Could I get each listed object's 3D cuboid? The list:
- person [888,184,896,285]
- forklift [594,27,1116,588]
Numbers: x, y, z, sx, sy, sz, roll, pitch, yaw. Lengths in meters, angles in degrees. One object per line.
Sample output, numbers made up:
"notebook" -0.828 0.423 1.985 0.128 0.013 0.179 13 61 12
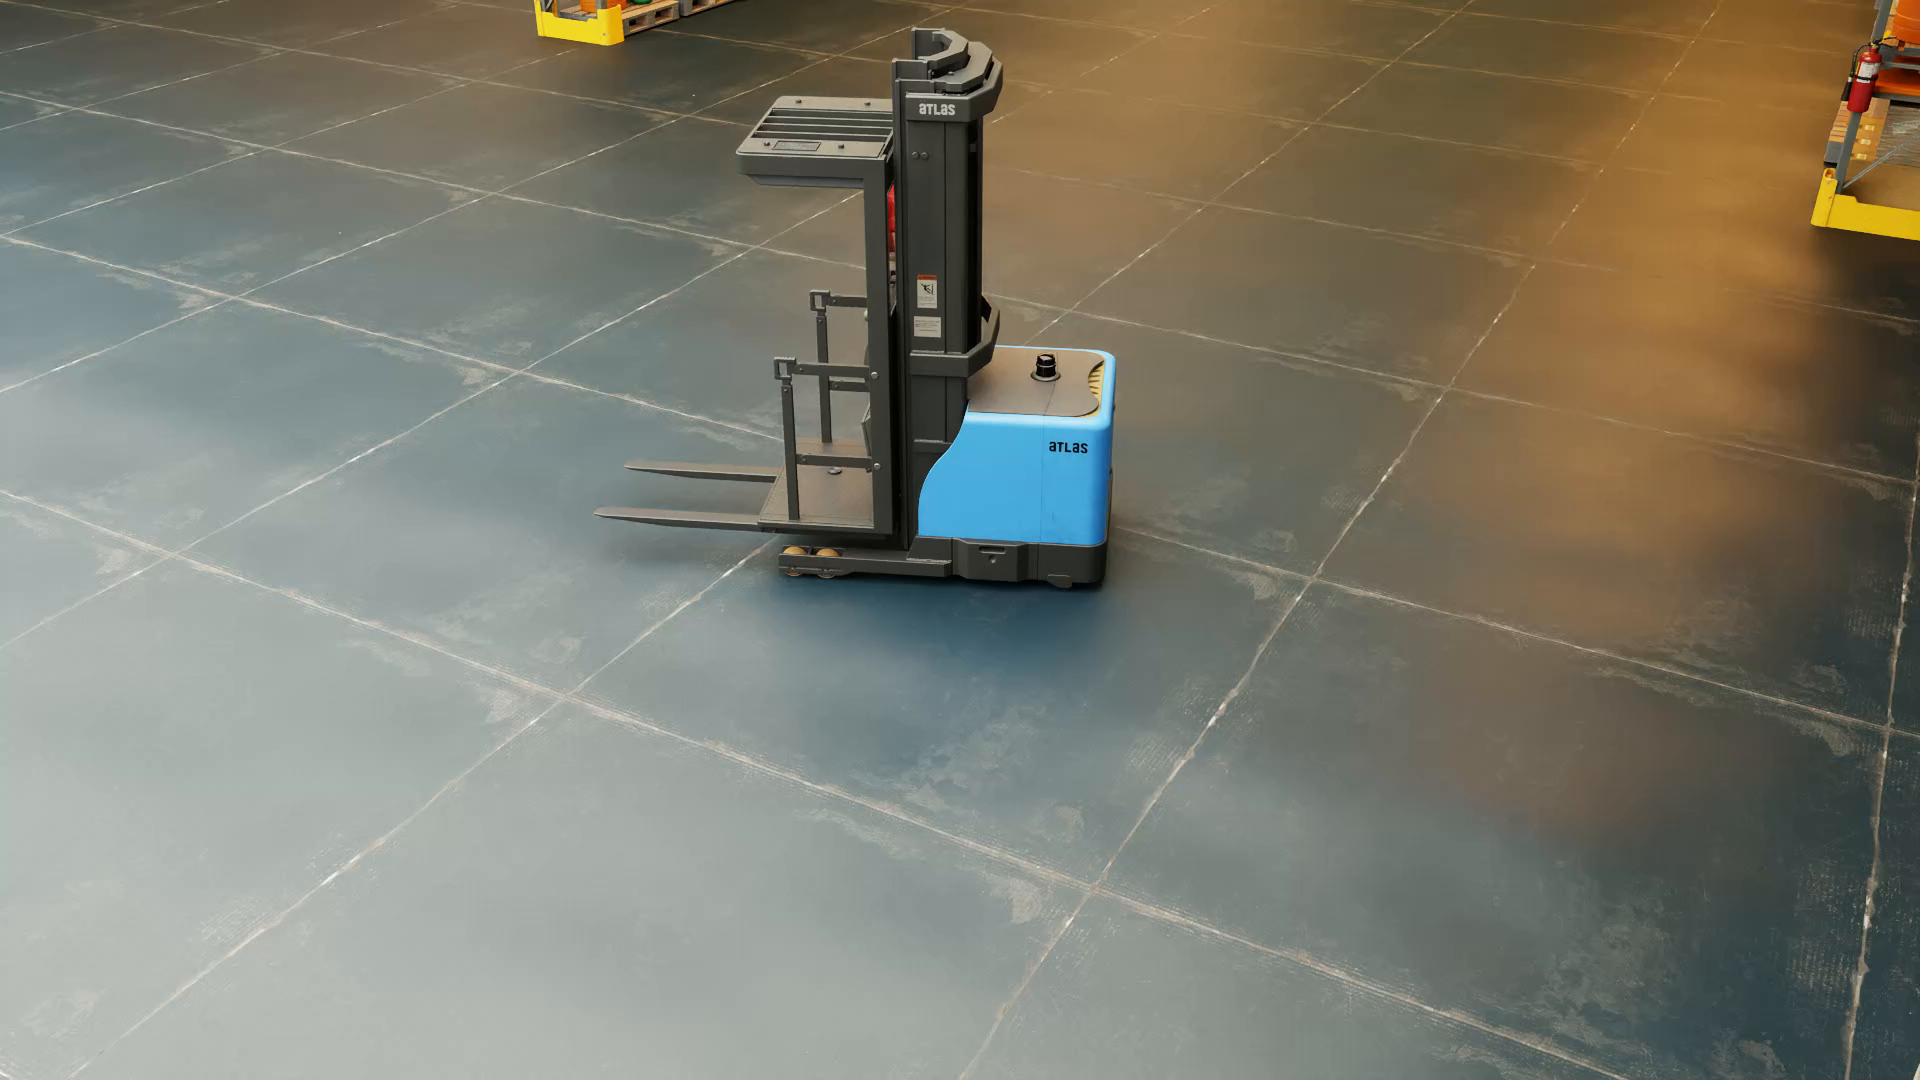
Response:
"person" -0.424 -1.899 11.563 0.389 1.727 0.603 -7 31 -12
"forklift" -0.624 -1.307 9.335 3.031 2.935 1.130 3 30 6
